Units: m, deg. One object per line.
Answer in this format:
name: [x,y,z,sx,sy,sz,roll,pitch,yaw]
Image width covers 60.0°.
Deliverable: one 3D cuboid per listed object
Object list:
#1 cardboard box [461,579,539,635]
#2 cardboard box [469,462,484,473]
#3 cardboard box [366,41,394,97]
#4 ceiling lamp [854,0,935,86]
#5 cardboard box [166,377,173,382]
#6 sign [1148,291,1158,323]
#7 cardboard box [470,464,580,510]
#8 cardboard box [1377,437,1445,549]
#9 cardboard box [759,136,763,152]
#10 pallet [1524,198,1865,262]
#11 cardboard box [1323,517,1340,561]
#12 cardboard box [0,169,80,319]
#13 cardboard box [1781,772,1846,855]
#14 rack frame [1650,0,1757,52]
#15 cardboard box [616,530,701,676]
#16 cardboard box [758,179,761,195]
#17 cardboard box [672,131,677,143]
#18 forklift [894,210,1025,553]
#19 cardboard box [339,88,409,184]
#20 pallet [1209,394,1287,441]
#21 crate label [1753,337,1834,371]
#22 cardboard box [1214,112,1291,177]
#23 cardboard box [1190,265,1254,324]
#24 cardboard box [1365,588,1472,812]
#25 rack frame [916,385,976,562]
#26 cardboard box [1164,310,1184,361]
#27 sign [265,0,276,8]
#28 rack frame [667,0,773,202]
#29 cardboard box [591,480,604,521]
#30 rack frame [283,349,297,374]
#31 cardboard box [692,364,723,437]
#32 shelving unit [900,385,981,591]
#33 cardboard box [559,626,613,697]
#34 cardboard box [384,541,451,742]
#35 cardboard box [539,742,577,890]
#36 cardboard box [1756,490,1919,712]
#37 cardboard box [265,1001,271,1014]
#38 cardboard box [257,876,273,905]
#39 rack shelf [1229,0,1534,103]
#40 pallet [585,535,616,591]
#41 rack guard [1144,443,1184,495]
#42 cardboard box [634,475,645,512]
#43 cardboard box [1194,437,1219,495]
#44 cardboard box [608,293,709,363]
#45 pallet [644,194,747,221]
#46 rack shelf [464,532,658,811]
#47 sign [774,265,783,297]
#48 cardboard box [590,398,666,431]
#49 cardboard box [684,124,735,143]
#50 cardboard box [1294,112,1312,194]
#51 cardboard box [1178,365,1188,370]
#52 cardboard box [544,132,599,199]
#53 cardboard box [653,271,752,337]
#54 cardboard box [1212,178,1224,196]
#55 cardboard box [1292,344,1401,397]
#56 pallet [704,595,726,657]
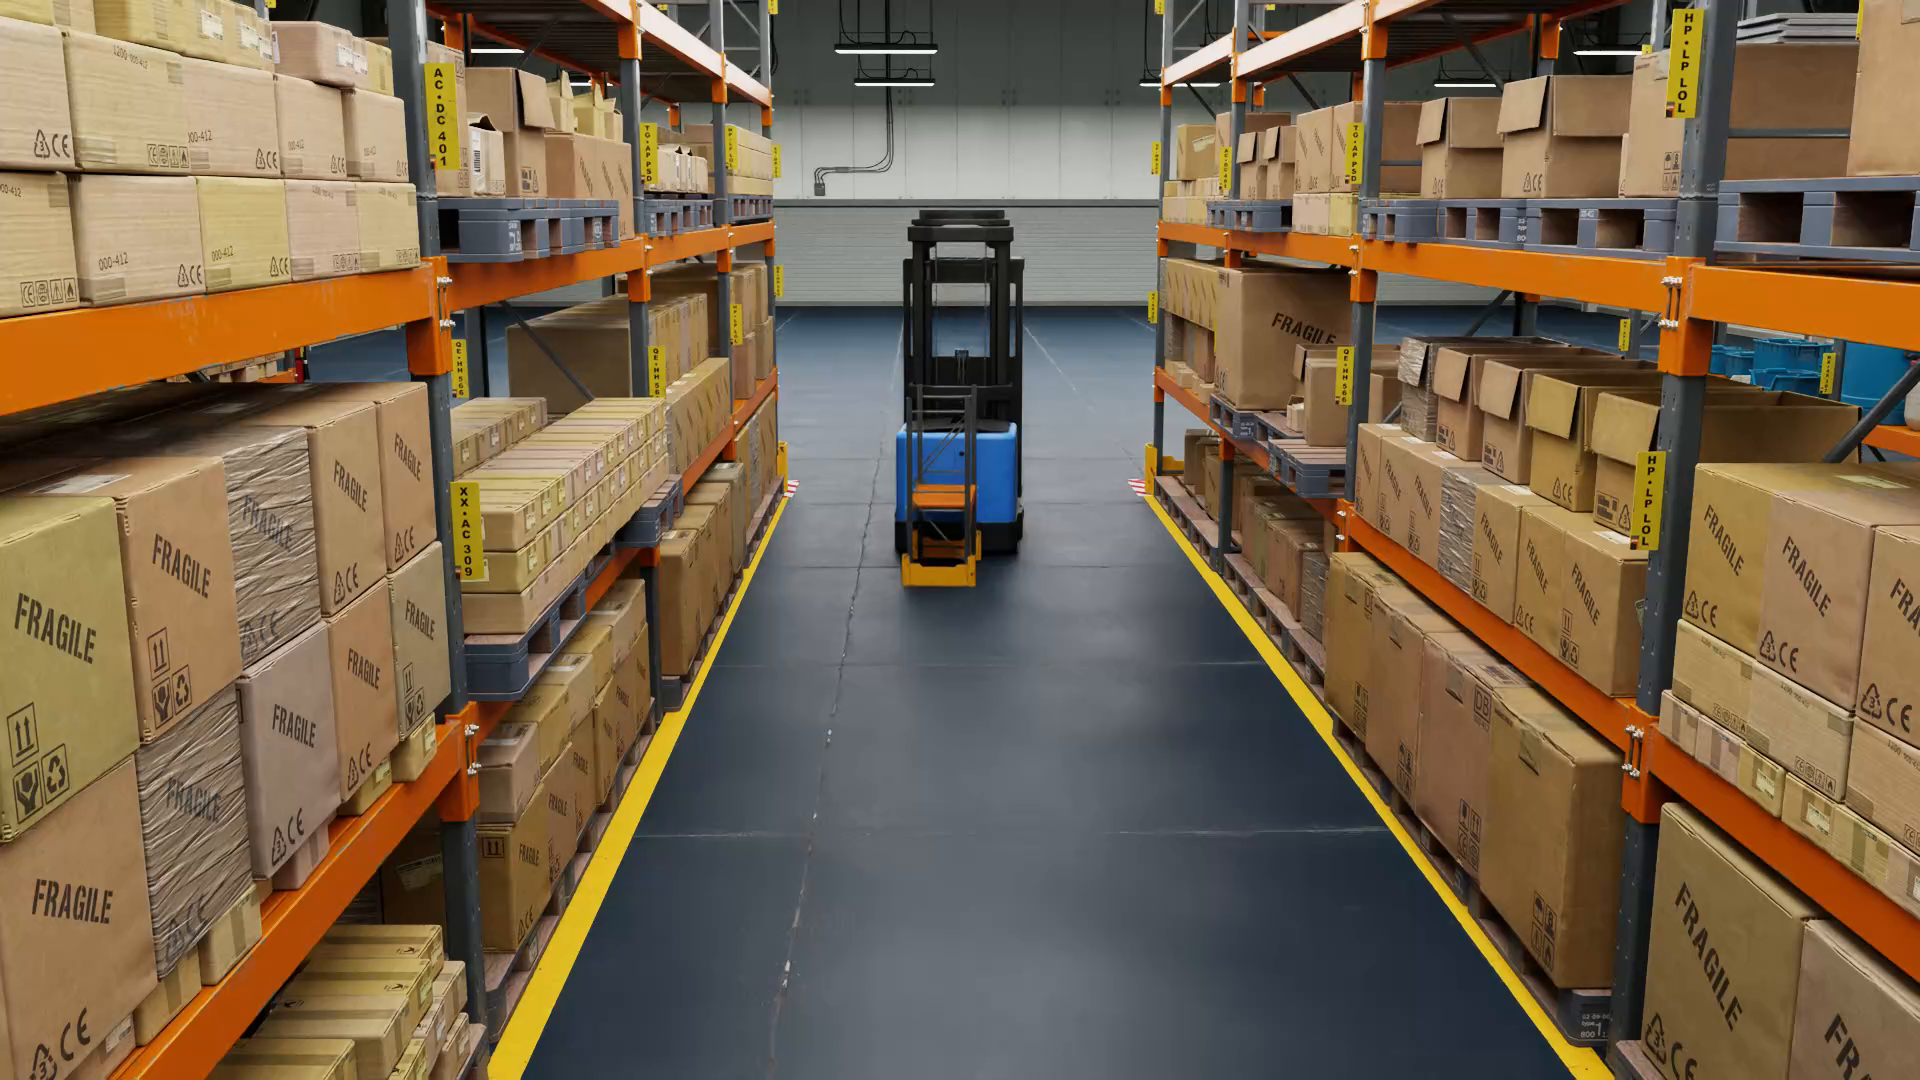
cardboard box: [-1.719,0.235,5.931,0.380,0.149,0.250,-1,11,-4]
cardboard box: [-2.416,-0.273,7.686,0.380,0.149,0.250,0,11,-2]
cardboard box: [-1.891,-1.378,4.879,0.380,0.149,0.250,-1,11,-4]
ceiling lamp: [-1.618,-12.830,40.984,2.000,3.185,0.800,0,11,-1]
cardboard box: [-7.047,-1.535,14.081,0.500,0.500,0.500,0,11,-1]
sign: [2.000,-2.410,17.215,0.100,0.325,0.005,0,11,-1]
cardboard box: [-1.736,-0.212,6.641,0.380,0.149,0.250,0,11,-2]
cardboard box: [2.458,-0.246,8.477,0.500,0.500,0.500,-1,11,-3]
cardboard box: [-2.053,-3.713,15.589,0.380,0.149,0.250,0,11,-1]
pallet: [2.722,-1.161,6.172,0.805,0.209,1.217,-1,11,-3]
cardboard box: [2.643,0.006,10.779,0.500,0.250,0.500,1,12,5]
cardboard box: [-1.872,-0.501,2.816,0.500,0.250,0.500,-1,11,-3]
cardboard box: [2.482,0.738,4.510,0.380,0.149,0.250,-1,11,-3]
rack frame: [7.494,-4.948,16.816,1.000,3.000,0.127,0,11,-1]
cardboard box: [-2.176,0.378,10.253,1.050,0.750,0.750,0,11,-2]
cardboard box: [-2.047,-3.272,15.422,0.380,0.149,0.250,0,11,-1]
cardboard box: [-2.688,-3.507,14.576,0.380,0.149,0.250,0,11,-2]
forklift: [0.036,-1.561,15.383,1.130,2.935,3.031,1,11,3]
cardboard box: [-1.907,-1.153,4.773,0.500,0.250,0.500,-1,11,-4]
pallet: [2.495,-0.946,12.660,1.003,0.211,1.213,0,11,-1]
crate label: [7.803,-1.661,15.611,0.502,0.435,0.616,0,11,-1]
cardboard box: [2.361,-3.191,13.441,0.500,0.500,0.500,-1,11,-3]
cardboard box: [2.319,-2.164,14.669,0.500,0.500,0.500,0,11,-1]
cardboard box: [2.712,0.753,8.093,1.225,0.875,0.875,0,11,-1]
rack frame: [-0.116,-0.550,13.996,0.500,1.500,0.032,1,11,3]
cardboard box: [2.526,-2.073,16.733,0.875,0.500,0.500,0,11,-1]
sign: [-6.810,-5.421,16.398,0.100,0.325,0.005,0,11,-1]
rack frame: [-2.419,-4.927,16.714,1.000,3.000,0.127,0,11,-1]
cardboard box: [-1.751,-0.171,7.187,0.380,0.149,0.250,0,11,-2]
rack frame: [-7.366,-1.947,17.111,1.000,3.000,0.127,0,11,-1]
cardboard box: [-2.048,-1.038,12.381,0.500,0.500,0.500,0,11,-2]
shelving unit: [-0.147,-0.447,13.490,0.587,1.500,1.083,1,11,3]
cardboard box: [-1.961,0.591,7.947,0.500,0.250,0.500,0,11,0]
cardboard box: [-1.878,0.298,5.045,0.500,0.500,0.500,0,11,-1]
cardboard box: [-1.934,1.164,7.007,0.500,0.500,0.500,0,11,1]
cardboard box: [2.547,0.152,4.508,0.500,0.500,0.500,0,11,-1]
cardboard box: [-2.483,1.517,5.403,0.380,0.149,0.250,0,11,1]
cardboard box: [-1.903,0.837,4.020,0.380,0.149,0.250,0,11,-2]
rack shelf: [2.666,-3.186,10.948,1.077,0.370,4.000,0,11,-1]
pallet: [-2.172,0.090,7.552,1.003,0.211,1.213,0,11,-1]
rack guard: [2.544,-0.747,17.486,1.175,0.500,0.348,0,11,-1]
cardboard box: [-1.773,-0.234,8.242,0.380,0.149,0.250,0,11,-2]
cardboard box: [2.585,-0.726,16.322,0.500,0.500,0.500,3,12,14]
cardboard box: [-2.320,-1.633,12.796,0.700,0.500,0.500,0,11,-2]
pallet: [-2.343,-2.781,13.904,1.003,0.211,1.213,0,11,-1]
rack shelf: [-2.212,0.353,7.584,1.077,0.370,4.000,0,11,-1]
sign: [-1.876,-2.670,17.169,0.100,0.325,0.005,0,11,-1]
cardboard box: [-1.785,-0.676,8.925,0.380,0.149,0.250,-1,11,-3]
cardboard box: [-2.004,-3.259,13.351,0.380,0.149,0.250,0,11,-1]
cardboard box: [2.431,-2.456,10.566,0.500,0.500,0.500,0,11,0]
cardboard box: [2.310,-1.608,16.073,0.380,0.149,0.250,0,11,-1]
cardboard box: [-1.958,-1.605,7.630,0.500,0.500,0.500,0,11,-1]
cardboard box: [-2.311,-2.085,14.700,0.875,0.550,0.550,0,11,-1]
cardboard box: [2.323,-2.951,13.890,0.380,0.149,0.250,-1,11,-4]
cardboard box: [2.753,-1.105,11.644,0.797,0.503,0.637,1,12,5]
pallet: [-2.217,0.571,11.716,1.003,0.211,1.213,0,11,-1]
